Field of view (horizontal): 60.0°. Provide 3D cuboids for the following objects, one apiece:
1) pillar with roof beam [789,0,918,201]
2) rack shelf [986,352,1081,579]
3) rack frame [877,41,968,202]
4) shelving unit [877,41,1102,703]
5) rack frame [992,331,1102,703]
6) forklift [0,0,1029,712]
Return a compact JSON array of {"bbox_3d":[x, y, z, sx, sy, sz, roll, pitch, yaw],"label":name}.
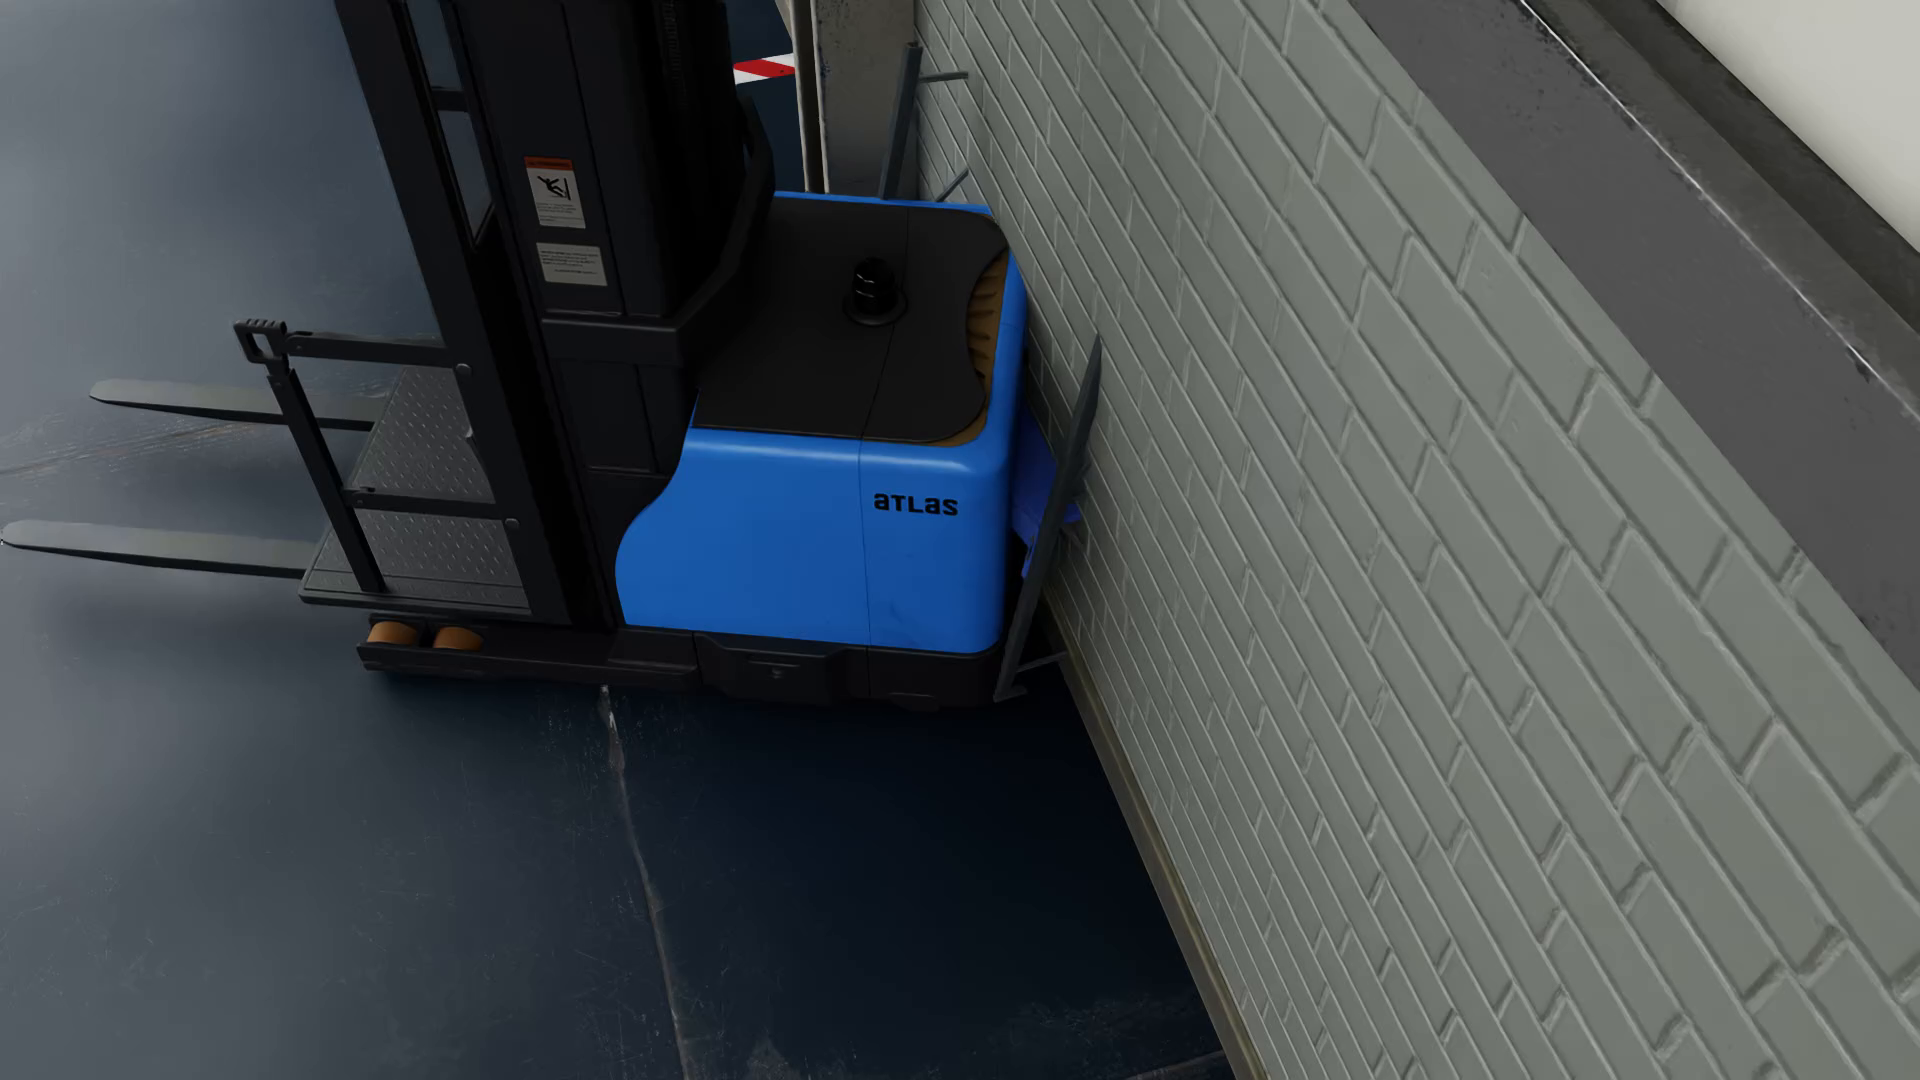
[{"bbox_3d":[-4.448,-2.809,1.733,9.100,9.000,0.400,-13,51,-11],"label":"pillar with roof beam"},{"bbox_3d":[0.156,-0.344,4.794,0.538,0.185,1.000,-15,49,-29],"label":"rack shelf"},{"bbox_3d":[-0.065,-0.805,4.966,0.500,1.500,0.032,-15,49,-29],"label":"rack frame"},{"bbox_3d":[0.189,-0.475,4.674,0.538,1.500,1.048,-15,49,-29],"label":"shelving unit"},{"bbox_3d":[0.443,-0.145,4.383,0.500,1.500,0.032,-15,49,-29],"label":"rack frame"},{"bbox_3d":[-1.330,-0.934,4.120,3.031,2.935,1.130,5,50,4],"label":"forklift"}]
